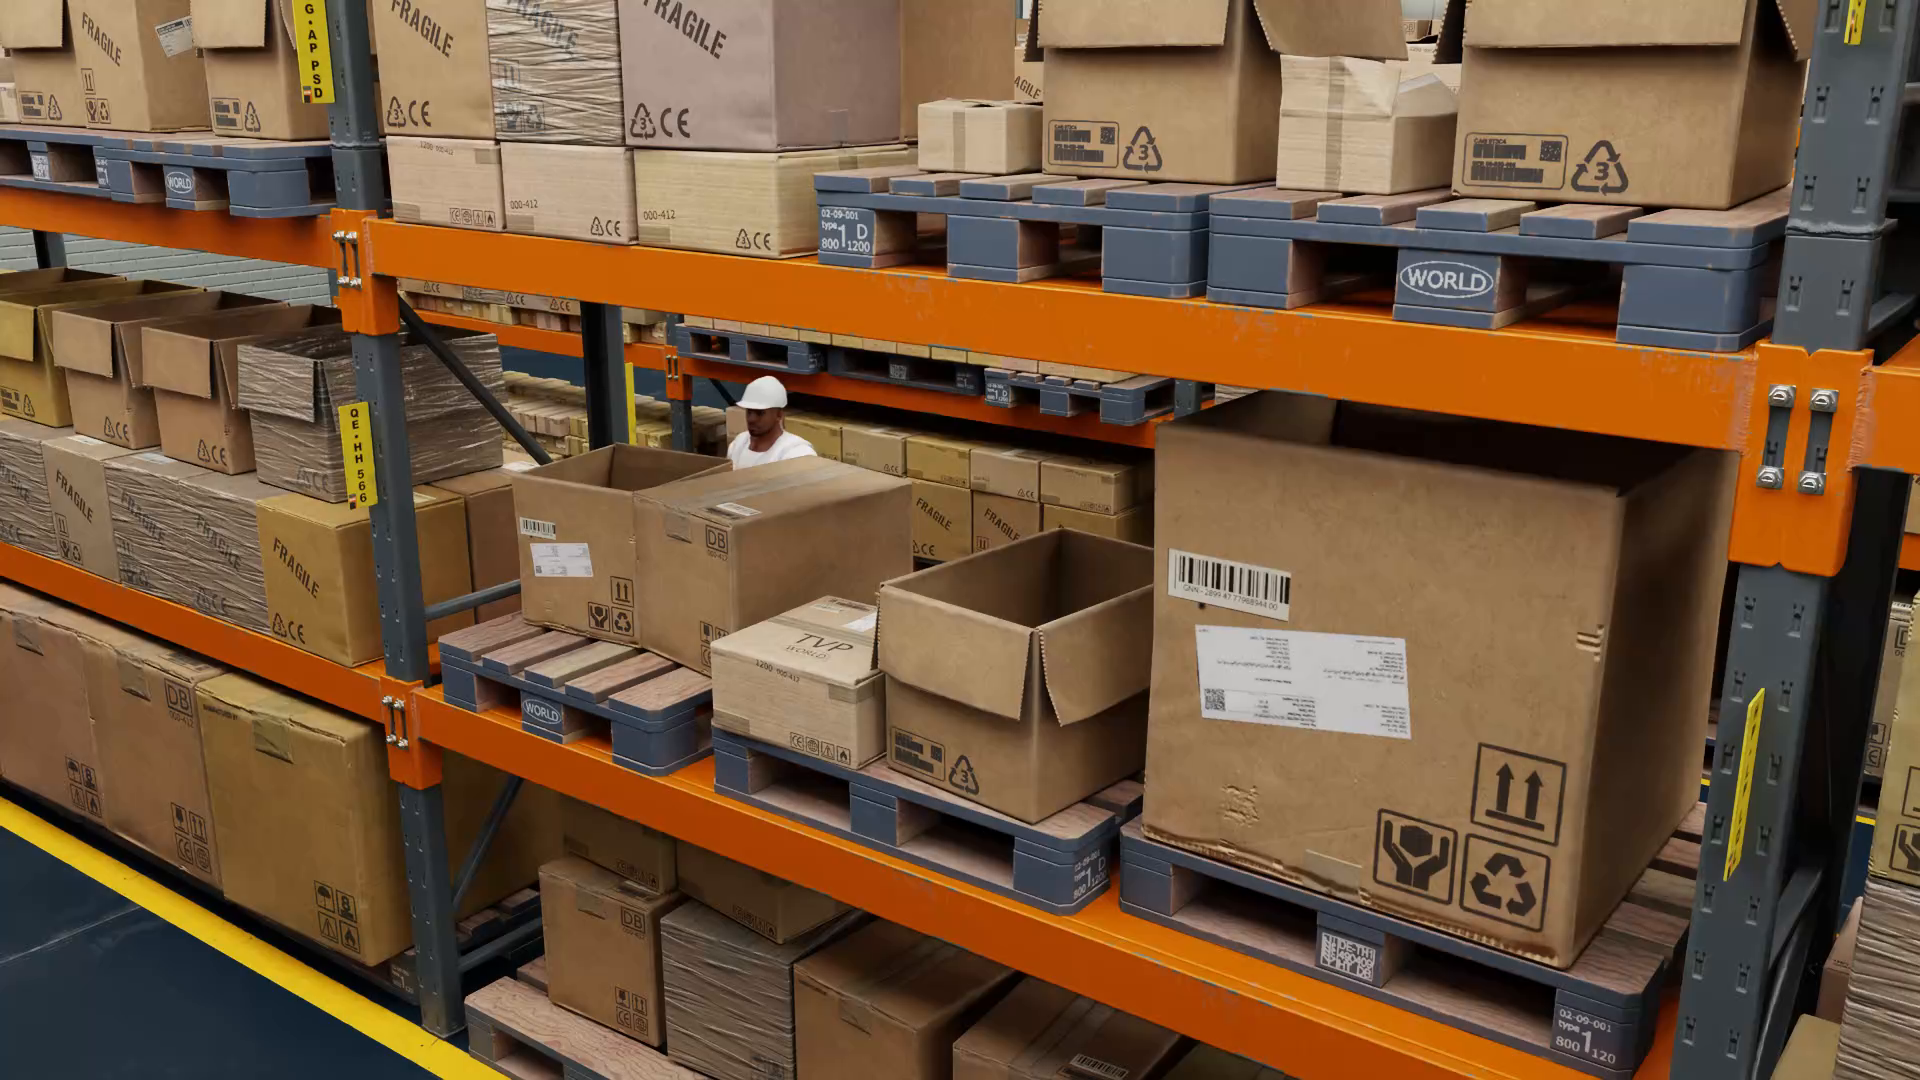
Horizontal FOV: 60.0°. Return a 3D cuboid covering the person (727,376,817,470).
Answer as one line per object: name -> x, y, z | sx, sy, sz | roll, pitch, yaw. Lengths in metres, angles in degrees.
person -> -0.968, 0.063, 8.296 | 0.564, 1.764, 0.370 | 12, 20, 36
